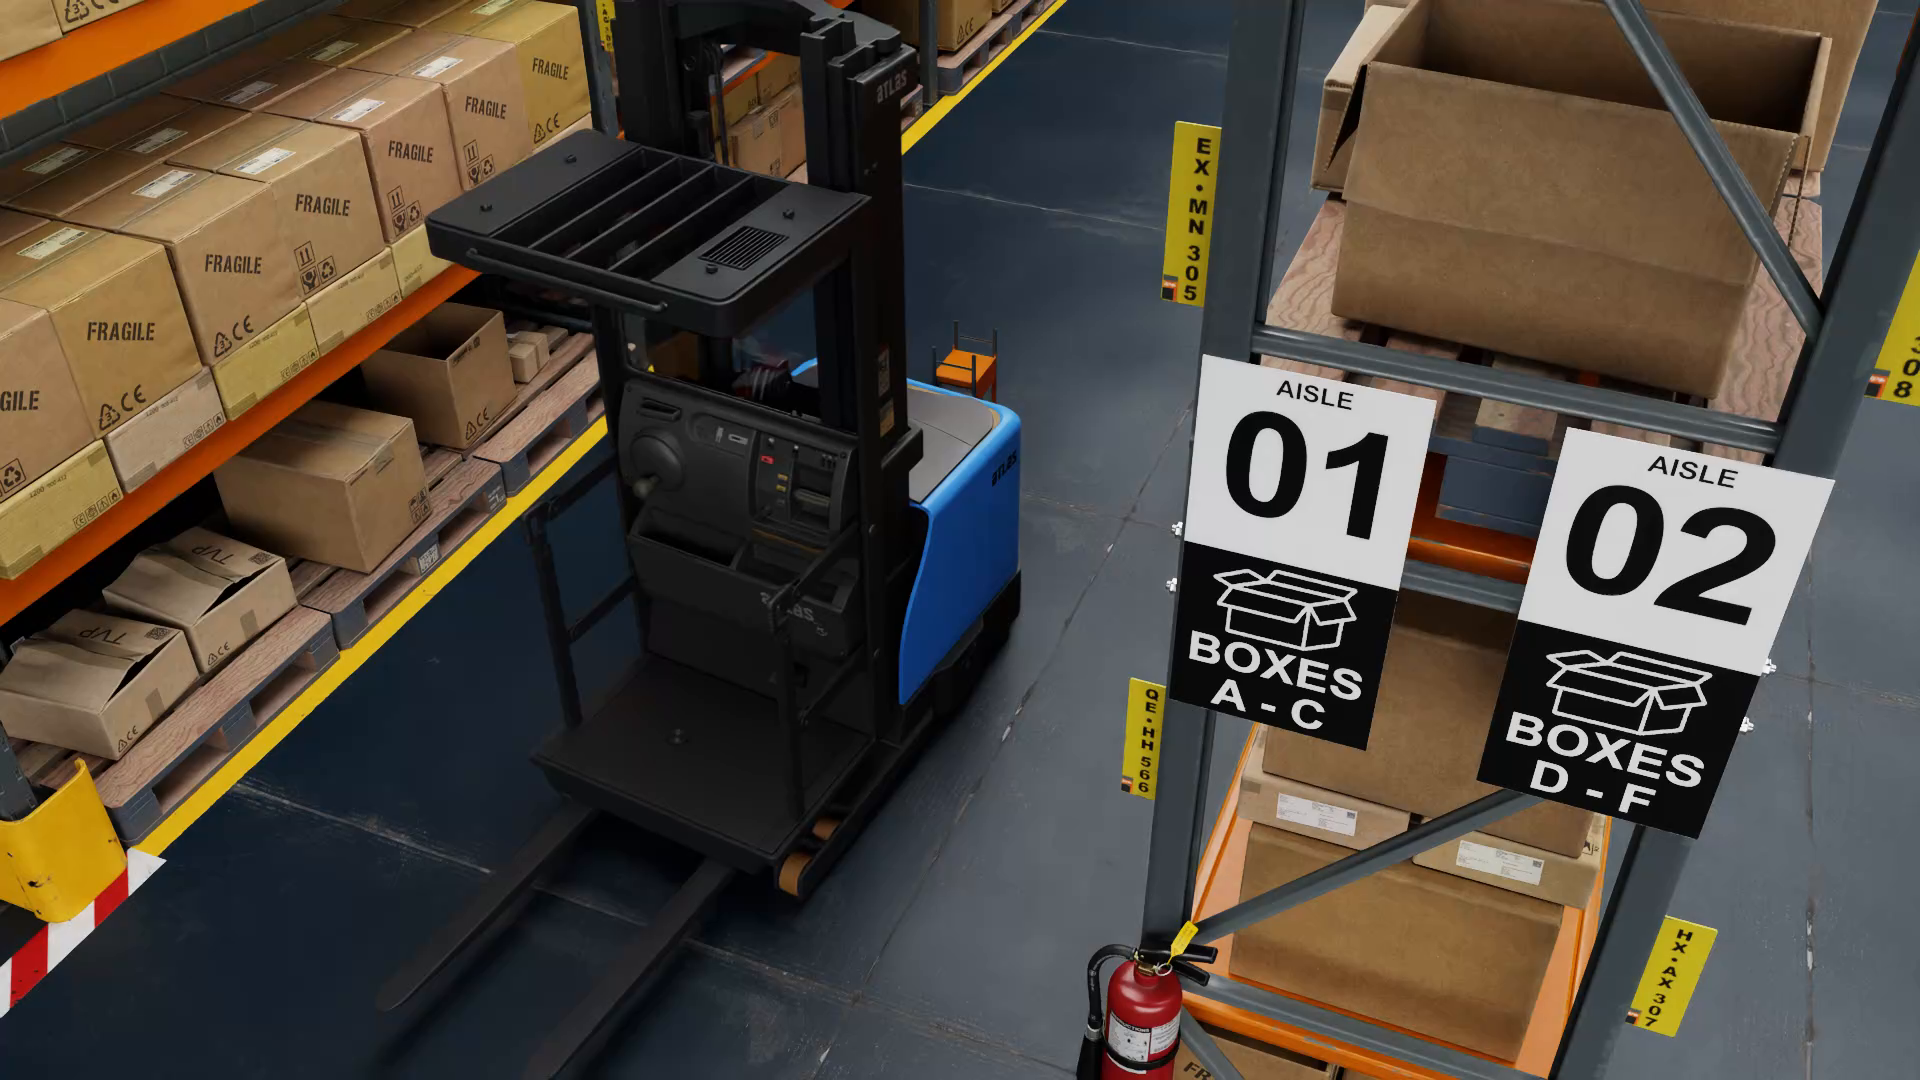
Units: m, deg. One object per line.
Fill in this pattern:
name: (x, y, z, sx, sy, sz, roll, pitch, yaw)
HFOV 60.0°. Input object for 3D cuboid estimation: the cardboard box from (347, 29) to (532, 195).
cardboard box: (-2.245, -1.864, 7.220, 0.500, 0.500, 0.500, 14, 39, 17)

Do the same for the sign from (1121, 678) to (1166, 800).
sign: (0.397, 0.426, 3.510, 0.100, 0.325, 0.005, 14, 39, 18)

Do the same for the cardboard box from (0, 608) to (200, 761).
cardboard box: (-3.342, 0.528, 6.417, 0.500, 0.311, 0.500, 10, 38, 13)

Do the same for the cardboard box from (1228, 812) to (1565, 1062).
cardboard box: (1.083, 0.820, 4.064, 0.700, 0.500, 0.500, 14, 39, 18)

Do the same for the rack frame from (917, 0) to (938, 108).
rack frame: (-0.645, -4.440, 11.185, 1.000, 3.000, 0.127, 14, 39, 18)

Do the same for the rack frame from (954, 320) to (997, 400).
rack frame: (0.067, -0.518, 7.566, 0.200, 1.050, 0.008, 14, 39, 18)

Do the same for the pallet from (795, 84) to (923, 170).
pallet: (-0.943, -2.891, 11.441, 1.003, 0.211, 1.213, 14, 39, 18)

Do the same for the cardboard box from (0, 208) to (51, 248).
cardboard box: (-3.505, -0.845, 5.857, 0.500, 0.500, 0.500, 14, 39, 18)

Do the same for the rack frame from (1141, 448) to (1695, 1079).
rack frame: (0.894, 1.116, 3.752, 1.000, 3.000, 0.127, 14, 39, 18)

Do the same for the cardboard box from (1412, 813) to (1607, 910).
cardboard box: (1.242, 0.648, 3.753, 0.380, 0.149, 0.250, 14, 39, 17)

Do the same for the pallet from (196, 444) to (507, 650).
pallet: (-2.852, -0.051, 7.641, 1.003, 0.211, 1.213, 14, 39, 18)

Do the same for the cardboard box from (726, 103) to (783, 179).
cardboard box: (-1.520, -2.382, 10.152, 0.700, 0.500, 0.500, 14, 39, 18)

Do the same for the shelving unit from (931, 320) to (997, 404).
shelving unit: (0.020, -0.450, 7.475, 0.215, 1.050, 0.252, 14, 39, 18)

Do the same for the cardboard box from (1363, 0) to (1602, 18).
cardboard box: (1.300, -1.280, 4.058, 0.500, 0.311, 0.500, 19, 41, 23)

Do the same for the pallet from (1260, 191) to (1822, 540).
pallet: (1.187, -0.436, 3.396, 1.003, 0.211, 1.213, 14, 39, 18)

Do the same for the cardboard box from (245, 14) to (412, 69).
cardboard box: (-2.739, -1.975, 7.370, 0.500, 0.500, 0.500, 14, 39, 17)

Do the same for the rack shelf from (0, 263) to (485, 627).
rack shelf: (-2.928, -0.830, 6.956, 1.077, 0.370, 4.000, 14, 39, 18)

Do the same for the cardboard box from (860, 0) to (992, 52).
cardboard box: (-0.244, -4.124, 12.207, 0.750, 0.750, 0.750, 13, 39, 17)

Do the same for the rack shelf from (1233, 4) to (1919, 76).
rack shelf: (1.655, -1.946, 3.772, 1.077, 0.370, 4.000, 14, 39, 18)

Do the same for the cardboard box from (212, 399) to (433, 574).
cardboard box: (-2.800, -0.259, 7.311, 0.700, 0.500, 0.500, 11, 38, 15)

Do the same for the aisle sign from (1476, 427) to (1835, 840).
aisle sign: (1.152, 0.181, 2.831, 0.394, 0.787, 0.004, 14, 39, 18)

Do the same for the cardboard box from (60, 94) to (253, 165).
cardboard box: (-3.121, -1.411, 6.614, 0.500, 0.500, 0.500, 14, 39, 18)

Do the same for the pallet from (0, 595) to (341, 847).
pallet: (-3.318, 0.623, 6.741, 1.003, 0.211, 1.213, 14, 39, 18)

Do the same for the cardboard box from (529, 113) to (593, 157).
cardboard box: (-2.067, -1.842, 7.817, 0.500, 0.250, 0.500, 14, 39, 18)

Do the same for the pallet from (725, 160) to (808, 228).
pallet: (-1.409, -2.218, 10.540, 1.003, 0.211, 1.213, 14, 39, 18)

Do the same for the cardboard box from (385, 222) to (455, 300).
cardboard box: (-2.441, -1.286, 7.074, 0.500, 0.250, 0.500, 14, 39, 17)

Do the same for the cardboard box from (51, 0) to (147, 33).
cardboard box: (-2.899, -1.966, 5.269, 0.500, 0.500, 0.500, 16, 40, 20)

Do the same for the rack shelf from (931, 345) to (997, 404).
rack shelf: (0.020, -0.669, 7.312, 0.215, 0.259, 0.240, 14, 39, 18)

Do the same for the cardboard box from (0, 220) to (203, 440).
cardboard box: (-3.032, -0.726, 5.698, 0.500, 0.500, 0.500, 14, 39, 18)

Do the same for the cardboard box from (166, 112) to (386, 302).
cardboard box: (-2.644, -1.299, 6.465, 0.500, 0.500, 0.500, 15, 39, 19)

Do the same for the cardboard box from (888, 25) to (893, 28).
cardboard box: (-0.870, -3.204, 11.252, 0.700, 0.500, 0.500, 14, 39, 18)

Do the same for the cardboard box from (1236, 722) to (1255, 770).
cardboard box: (1.190, 0.827, 5.458, 0.500, 0.500, 0.500, 14, 39, 18)

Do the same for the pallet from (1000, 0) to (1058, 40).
pallet: (0.191, -4.415, 13.481, 1.003, 0.211, 1.213, 14, 39, 18)

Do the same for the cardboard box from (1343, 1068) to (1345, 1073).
cardboard box: (1.490, 1.525, 5.150, 0.500, 0.250, 0.500, 14, 39, 18)

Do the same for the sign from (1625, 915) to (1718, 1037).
sign: (1.405, 0.867, 3.295, 0.100, 0.325, 0.005, 14, 39, 18)

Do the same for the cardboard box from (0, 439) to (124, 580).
cardboard box: (-3.209, -0.156, 5.562, 0.500, 0.250, 0.500, 13, 39, 16)

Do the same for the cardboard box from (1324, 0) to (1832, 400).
cardboard box: (1.116, -0.669, 3.080, 0.797, 0.503, 0.637, 17, 40, 21)

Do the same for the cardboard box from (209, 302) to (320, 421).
cardboard box: (-2.826, -0.728, 6.327, 0.500, 0.250, 0.500, 13, 39, 17)

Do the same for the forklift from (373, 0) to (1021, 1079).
forklift: (-0.883, -0.196, 5.564, 1.130, 2.935, 3.031, 18, 40, 22)

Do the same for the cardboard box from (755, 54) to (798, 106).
cardboard box: (-1.336, -2.918, 10.242, 0.500, 0.250, 0.500, 14, 39, 18)

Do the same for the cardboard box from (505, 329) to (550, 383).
cardboard box: (-2.342, -0.964, 8.533, 0.380, 0.166, 0.250, 9, 38, 12)

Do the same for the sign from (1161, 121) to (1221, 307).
sign: (0.397, -0.540, 2.788, 0.100, 0.325, 0.005, 14, 39, 18)

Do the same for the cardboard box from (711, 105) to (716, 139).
cardboard box: (-1.738, -2.357, 9.491, 0.500, 0.250, 0.500, 13, 39, 17)

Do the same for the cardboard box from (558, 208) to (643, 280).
cardboard box: (-1.902, -1.812, 9.389, 0.700, 0.500, 0.500, 15, 39, 19)

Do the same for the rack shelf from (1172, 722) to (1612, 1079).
rack shelf: (1.655, 0.297, 5.449, 1.077, 0.370, 4.000, 14, 39, 18)
